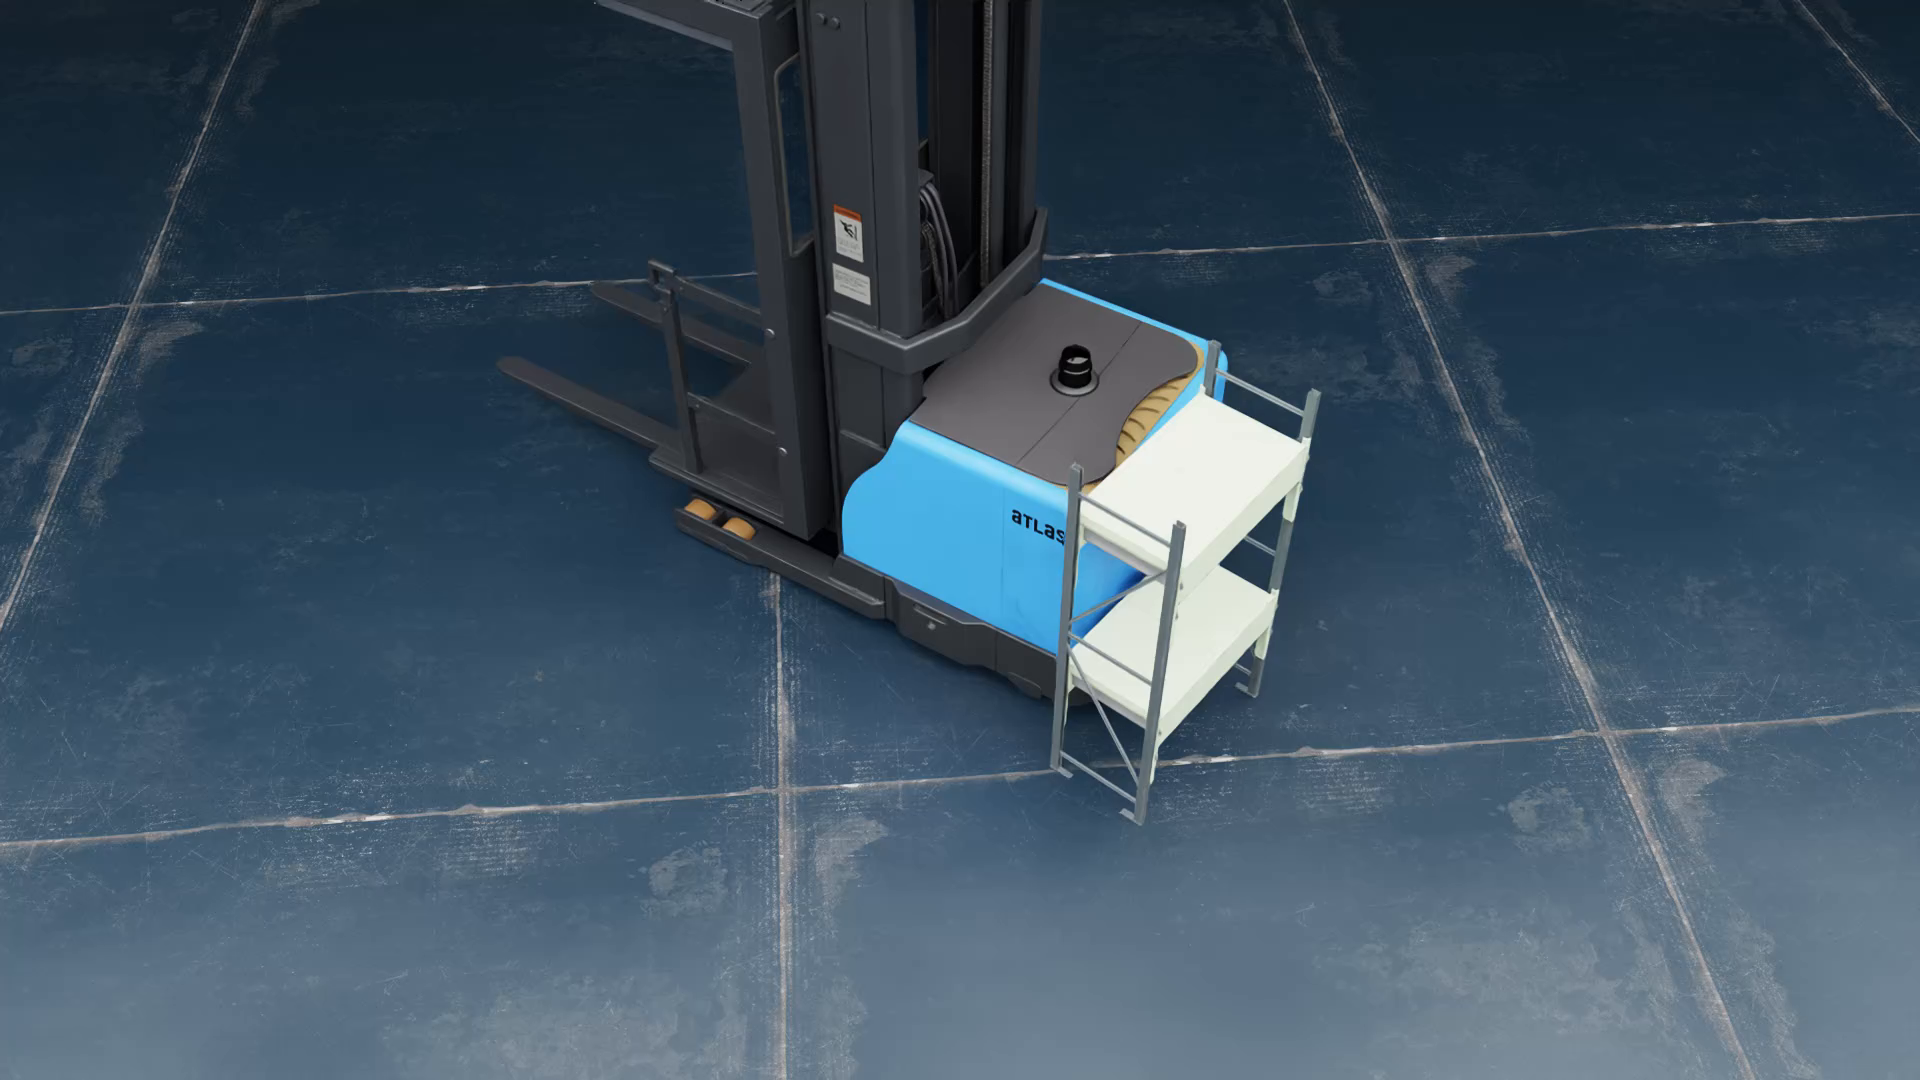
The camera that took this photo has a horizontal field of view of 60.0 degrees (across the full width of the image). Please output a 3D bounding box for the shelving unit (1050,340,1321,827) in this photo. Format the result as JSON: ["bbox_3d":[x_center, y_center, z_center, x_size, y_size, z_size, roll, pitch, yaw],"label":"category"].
[{"bbox_3d":[0.717,0.181,5.545,0.431,1.500,0.755,31,54,26],"label":"shelving unit"}]

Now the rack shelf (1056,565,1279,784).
[{"bbox_3d":[0.717,0.405,5.782,0.431,0.370,0.720,31,54,26],"label":"rack shelf"}]

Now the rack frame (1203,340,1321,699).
[{"bbox_3d":[0.950,-0.024,5.739,0.400,1.500,0.023,31,54,26],"label":"rack frame"}]

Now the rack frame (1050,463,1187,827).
[{"bbox_3d":[0.484,0.386,5.351,0.400,1.500,0.023,31,54,26],"label":"rack frame"}]

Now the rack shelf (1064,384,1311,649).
[{"bbox_3d":[0.717,-0.087,5.262,0.431,0.370,0.720,31,54,26],"label":"rack shelf"}]

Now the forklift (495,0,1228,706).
[{"bbox_3d":[-0.548,-1.232,5.898,3.031,2.935,1.130,25,51,22],"label":"forklift"}]
